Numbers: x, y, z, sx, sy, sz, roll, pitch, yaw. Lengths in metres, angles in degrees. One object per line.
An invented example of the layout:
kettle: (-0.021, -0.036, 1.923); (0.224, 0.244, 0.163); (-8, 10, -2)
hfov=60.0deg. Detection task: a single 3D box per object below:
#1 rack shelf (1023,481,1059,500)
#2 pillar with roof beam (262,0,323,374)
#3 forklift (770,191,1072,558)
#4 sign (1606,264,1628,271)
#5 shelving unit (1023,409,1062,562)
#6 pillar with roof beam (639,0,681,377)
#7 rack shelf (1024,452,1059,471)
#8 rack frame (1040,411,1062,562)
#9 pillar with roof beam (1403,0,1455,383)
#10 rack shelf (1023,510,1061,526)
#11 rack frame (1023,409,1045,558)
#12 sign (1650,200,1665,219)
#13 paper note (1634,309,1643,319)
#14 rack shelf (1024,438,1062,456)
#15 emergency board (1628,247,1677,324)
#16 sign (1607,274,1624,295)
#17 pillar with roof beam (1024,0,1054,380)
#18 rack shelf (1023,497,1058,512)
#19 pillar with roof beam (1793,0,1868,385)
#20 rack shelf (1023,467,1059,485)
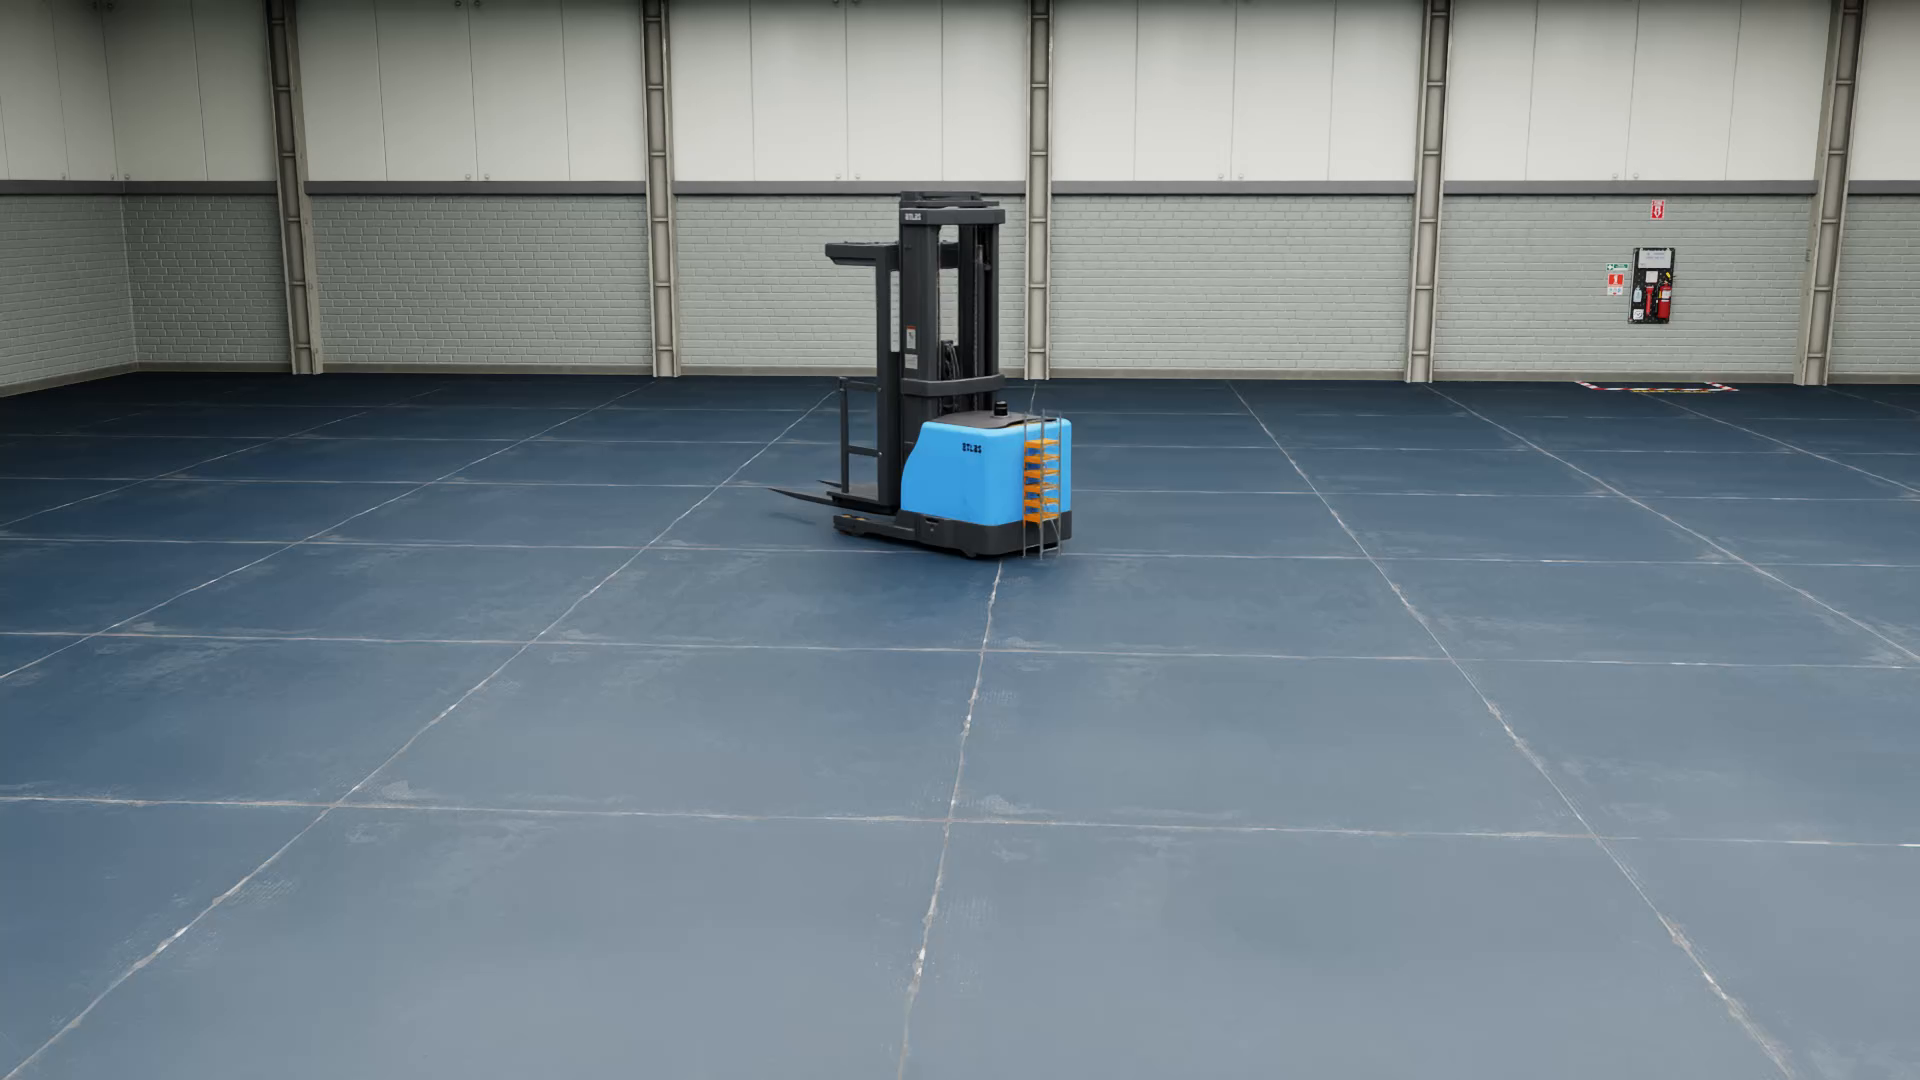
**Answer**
rack shelf: (0.666, -0.401, 13.469); (0.180, 0.103, 0.258); (11, 16, 43)
pillar with roof beam: (-11.030, -6.274, 22.285); (0.400, 9.000, 9.100); (1, 12, 4)
forklift: (-0.461, -1.528, 14.412); (3.031, 2.935, 1.130); (11, 16, 43)
sign: (10.200, -4.234, 25.803); (0.331, 0.109, 0.001); (1, 12, 4)
shelving unit: (0.666, -0.444, 13.460); (0.189, 1.200, 0.258); (11, 16, 43)
pillar with roof beam: (-5.043, -6.192, 21.892); (0.400, 9.000, 9.100); (1, 12, 4)
rack shelf: (0.666, -0.635, 13.420); (0.180, 0.103, 0.258); (11, 16, 43)
rack frame: (0.731, -0.431, 13.397); (0.006, 1.200, 0.240); (11, 16, 43)
pillar with roof beam: (6.930, -6.028, 21.107); (0.400, 9.000, 9.100); (1, 12, 4)
rack shelf: (0.666, -0.166, 13.518); (0.180, 0.103, 0.258); (11, 16, 43)
rack frame: (0.600, -0.457, 13.523); (0.006, 1.200, 0.240); (11, 16, 43)
sign: (10.739, -5.086, 25.593); (0.199, 0.298, 0.001); (1, 12, 4)
paper note: (10.569, -3.516, 25.902); (0.142, 0.148, 0.016); (1, 12, 4)
rack shelf: (0.666, -0.753, 13.396); (0.180, 0.103, 0.258); (11, 16, 43)
emergency board: (10.741, -3.931, 25.733); (0.643, 1.169, 0.194); (1, 12, 4)
sign: (10.196, -3.977, 25.866); (0.234, 0.329, 0.001); (1, 12, 4)
pillar with roof beam: (0.943, -6.110, 21.500); (0.400, 9.000, 9.100); (1, 12, 4)
rack shelf: (0.666, -0.283, 13.494); (0.180, 0.103, 0.258); (11, 16, 43)
pillar with roof beam: (12.916, -5.946, 20.715); (0.400, 9.000, 9.100); (1, 12, 4)
rack shelf: (0.666, -0.518, 13.445); (0.180, 0.103, 0.258); (11, 16, 43)
